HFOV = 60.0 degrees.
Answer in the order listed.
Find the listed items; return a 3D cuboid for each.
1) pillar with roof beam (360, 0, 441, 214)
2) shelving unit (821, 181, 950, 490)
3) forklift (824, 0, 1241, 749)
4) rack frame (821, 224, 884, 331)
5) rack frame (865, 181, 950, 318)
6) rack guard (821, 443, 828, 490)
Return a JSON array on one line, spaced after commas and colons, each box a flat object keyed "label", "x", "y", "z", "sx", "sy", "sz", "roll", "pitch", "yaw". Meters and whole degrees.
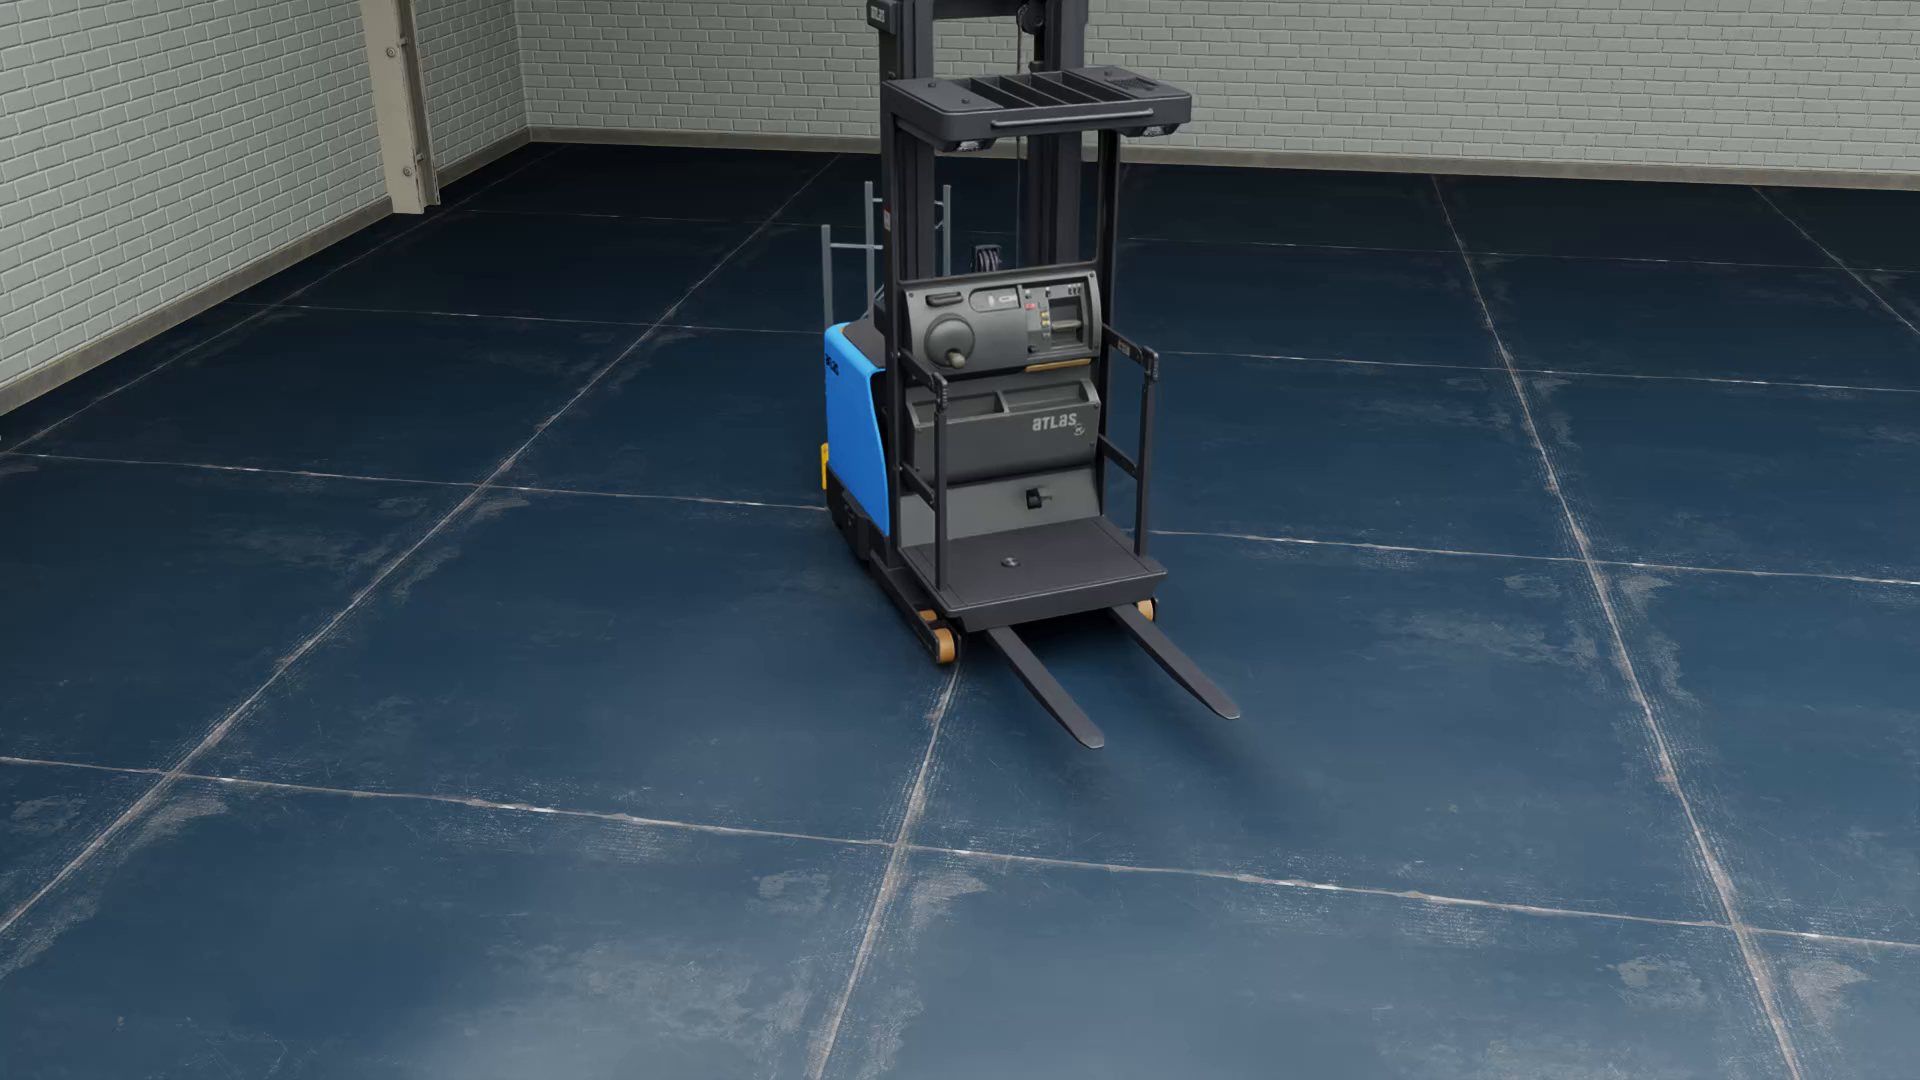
[{"label": "pillar with roof beam", "x": -0.748, "y": -6.825, "z": 12.715, "sx": 9.100, "sy": 9.000, "sz": 0.400, "roll": 4, "pitch": 25, "yaw": 9}, {"label": "shelving unit", "x": -0.395, "y": -1.168, "z": 9.477, "sx": 0.587, "sy": 1.500, "sz": 1.083, "roll": 4, "pitch": 25, "yaw": 9}, {"label": "forklift", "x": 0.282, "y": -0.962, "z": 7.349, "sx": 1.130, "sy": 2.935, "sz": 3.031, "roll": -9, "pitch": 27, "yaw": -19}, {"label": "rack frame", "x": -0.482, "y": -0.960, "z": 9.031, "sx": 0.500, "sy": 1.500, "sz": 0.032, "roll": 4, "pitch": 25, "yaw": 9}, {"label": "rack frame", "x": -0.305, "y": -1.384, "z": 9.938, "sx": 0.500, "sy": 1.500, "sz": 0.032, "roll": 4, "pitch": 25, "yaw": 9}, {"label": "rack guard", "x": -0.481, "y": -0.394, "z": 9.297, "sx": 0.587, "sy": 0.250, "sz": 0.087, "roll": 4, "pitch": 25, "yaw": 9}]
